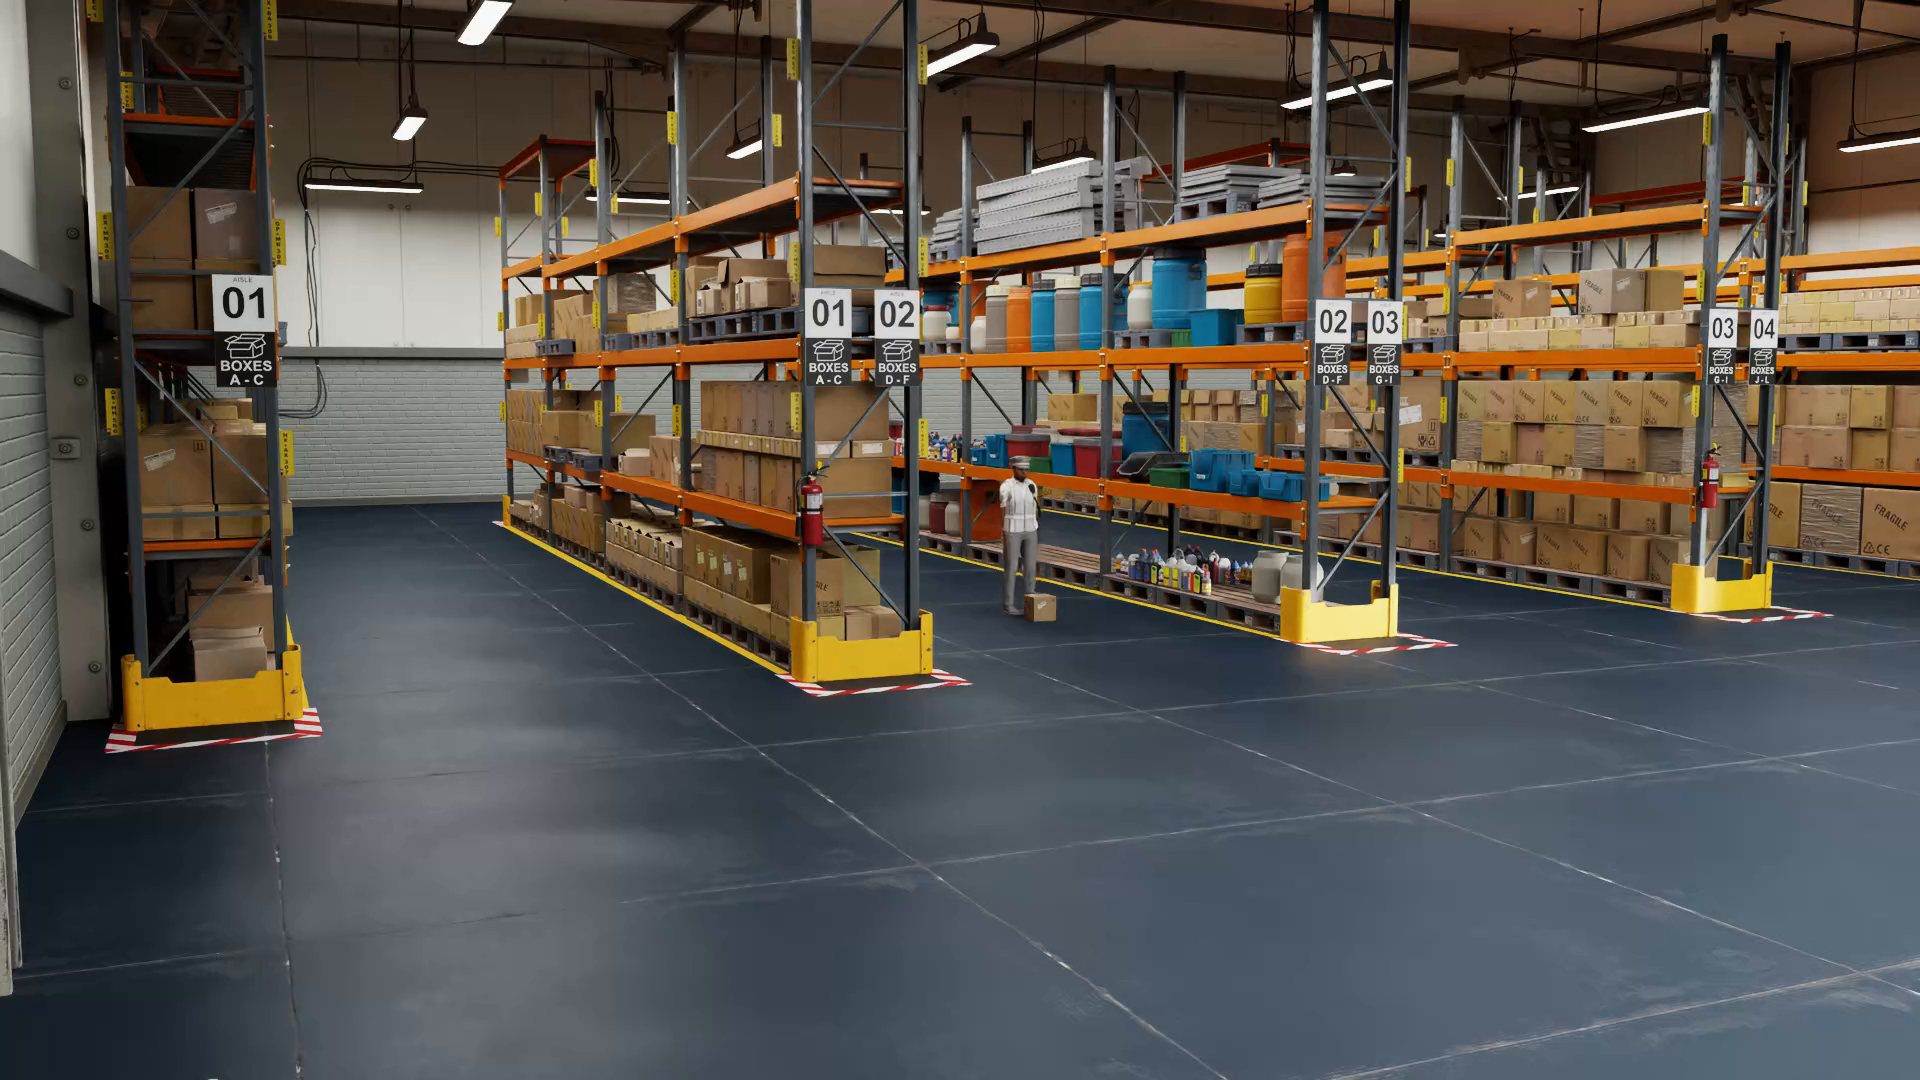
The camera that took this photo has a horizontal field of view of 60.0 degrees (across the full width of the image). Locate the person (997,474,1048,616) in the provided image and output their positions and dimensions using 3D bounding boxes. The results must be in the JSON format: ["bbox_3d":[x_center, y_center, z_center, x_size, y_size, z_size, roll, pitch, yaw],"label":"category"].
[{"bbox_3d":[0.679,0.049,17.486,0.490,1.487,0.628,-2,6,-23],"label":"person"}]
